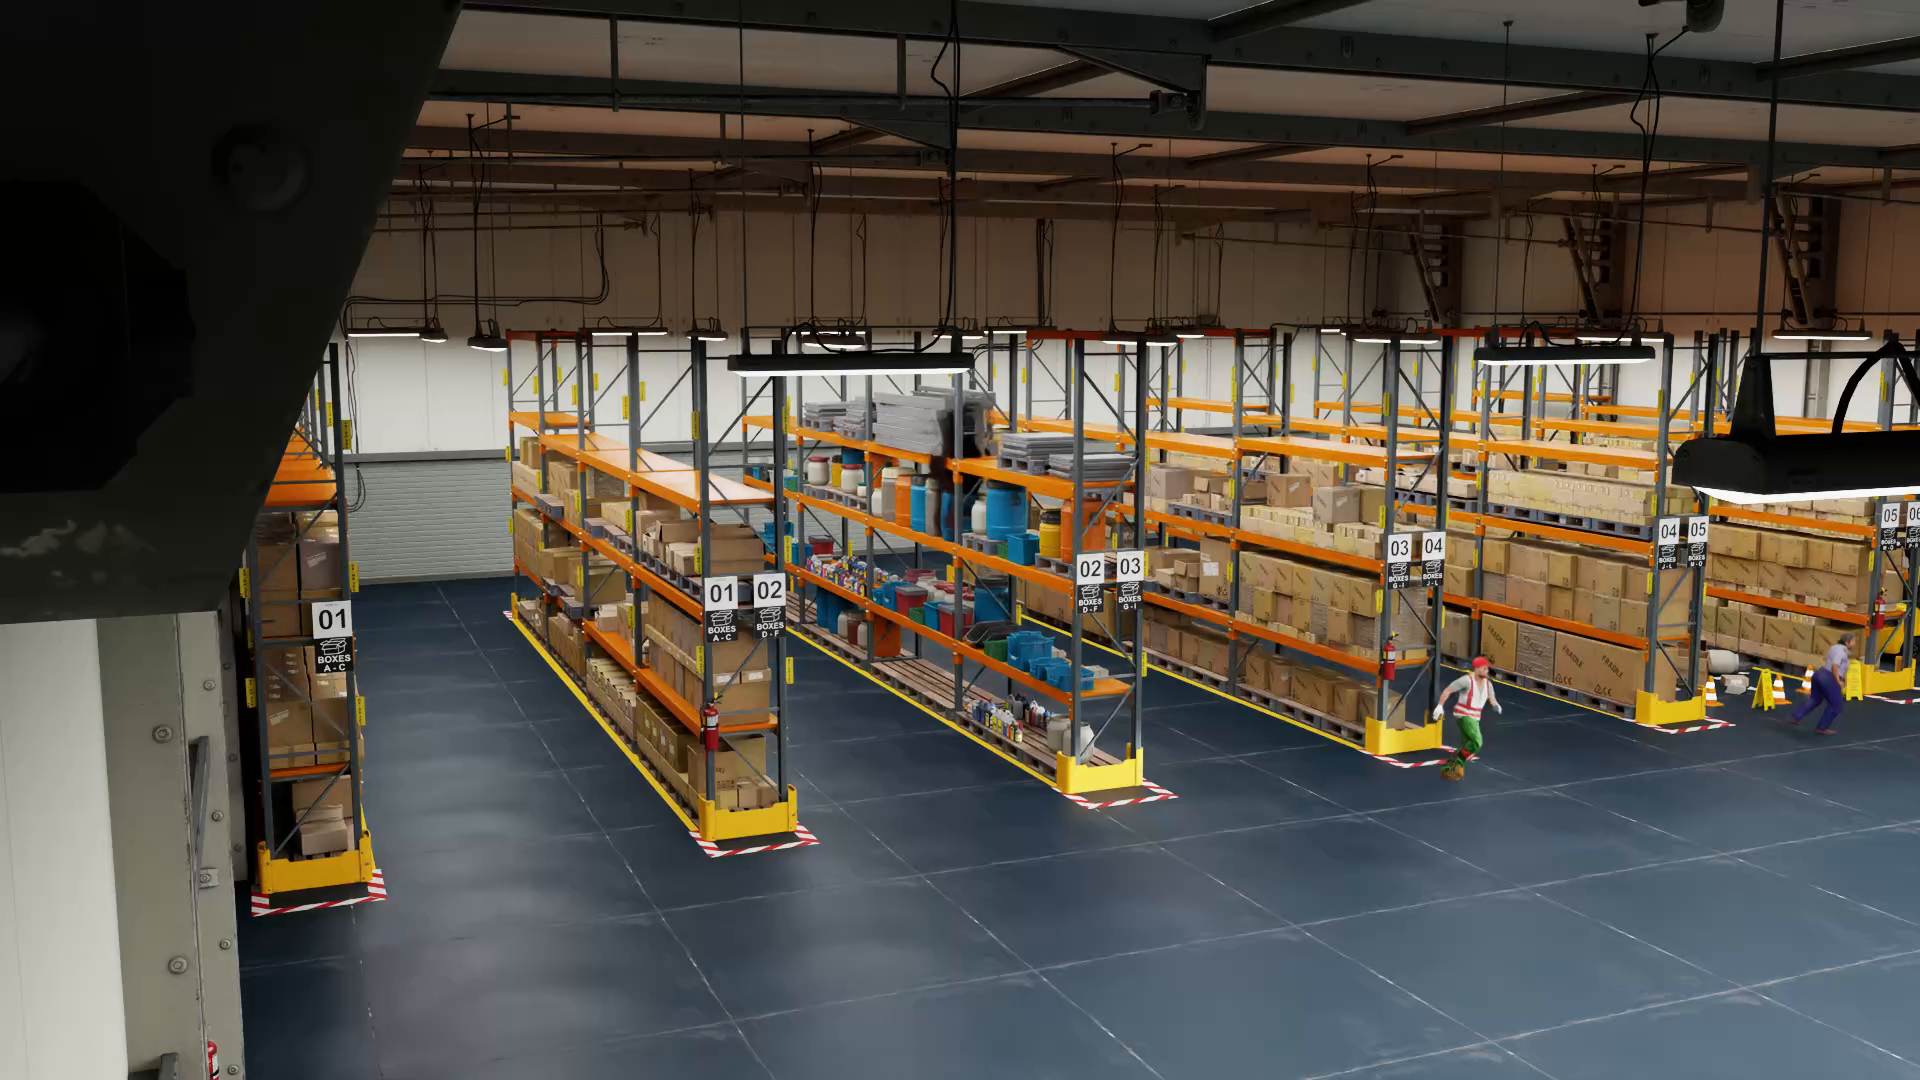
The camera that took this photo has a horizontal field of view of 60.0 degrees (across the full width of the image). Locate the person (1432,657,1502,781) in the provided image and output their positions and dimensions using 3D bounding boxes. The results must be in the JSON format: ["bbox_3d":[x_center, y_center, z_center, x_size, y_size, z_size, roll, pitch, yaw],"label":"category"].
[{"bbox_3d":[6.976,2.437,22.643,0.838,1.694,0.726,-7,10,-40],"label":"person"}]

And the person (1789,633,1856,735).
[{"bbox_3d":[13.066,2.204,25.189,0.786,1.460,0.642,1,8,8],"label":"person"}]
